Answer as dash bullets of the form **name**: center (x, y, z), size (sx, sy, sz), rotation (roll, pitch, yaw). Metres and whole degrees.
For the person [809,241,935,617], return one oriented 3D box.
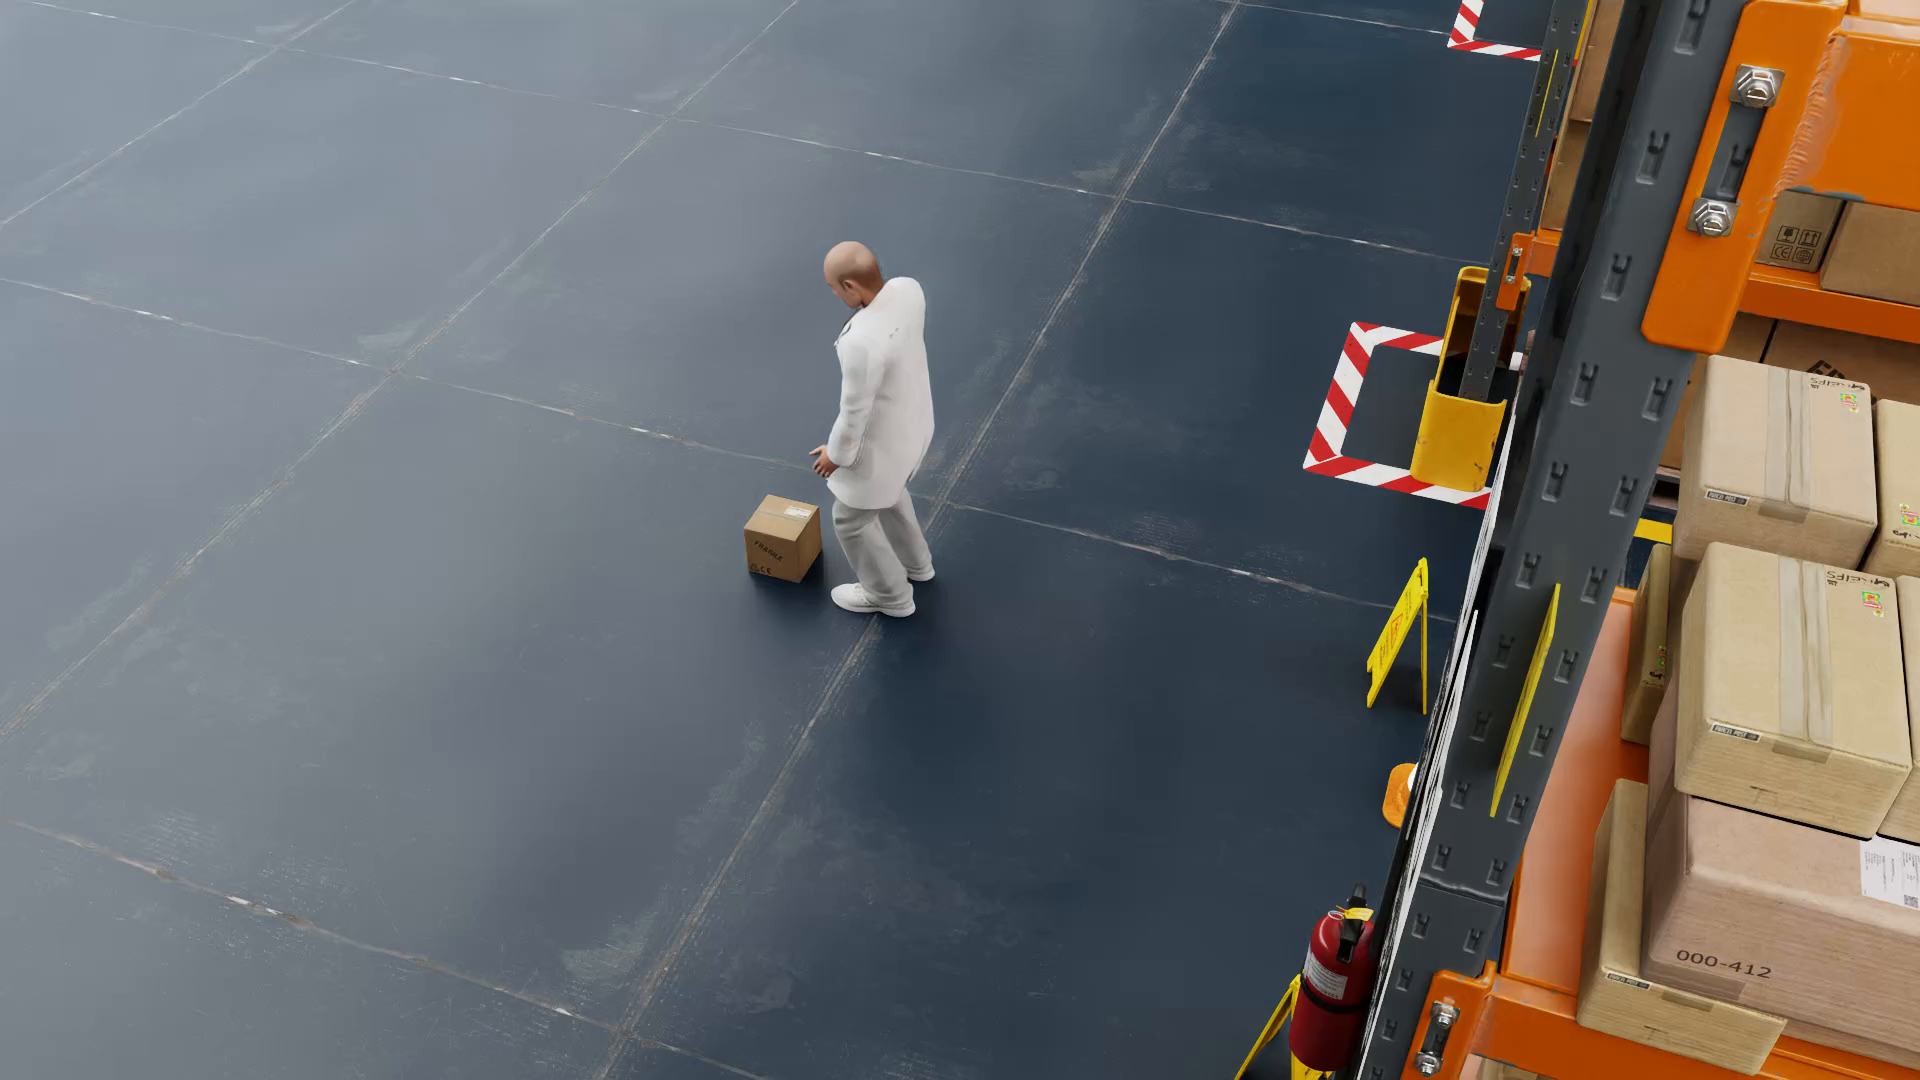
- **person**: center (-0.334, -0.425, 6.701), size (0.409, 1.738, 0.587), rotation (14, 43, 16)
